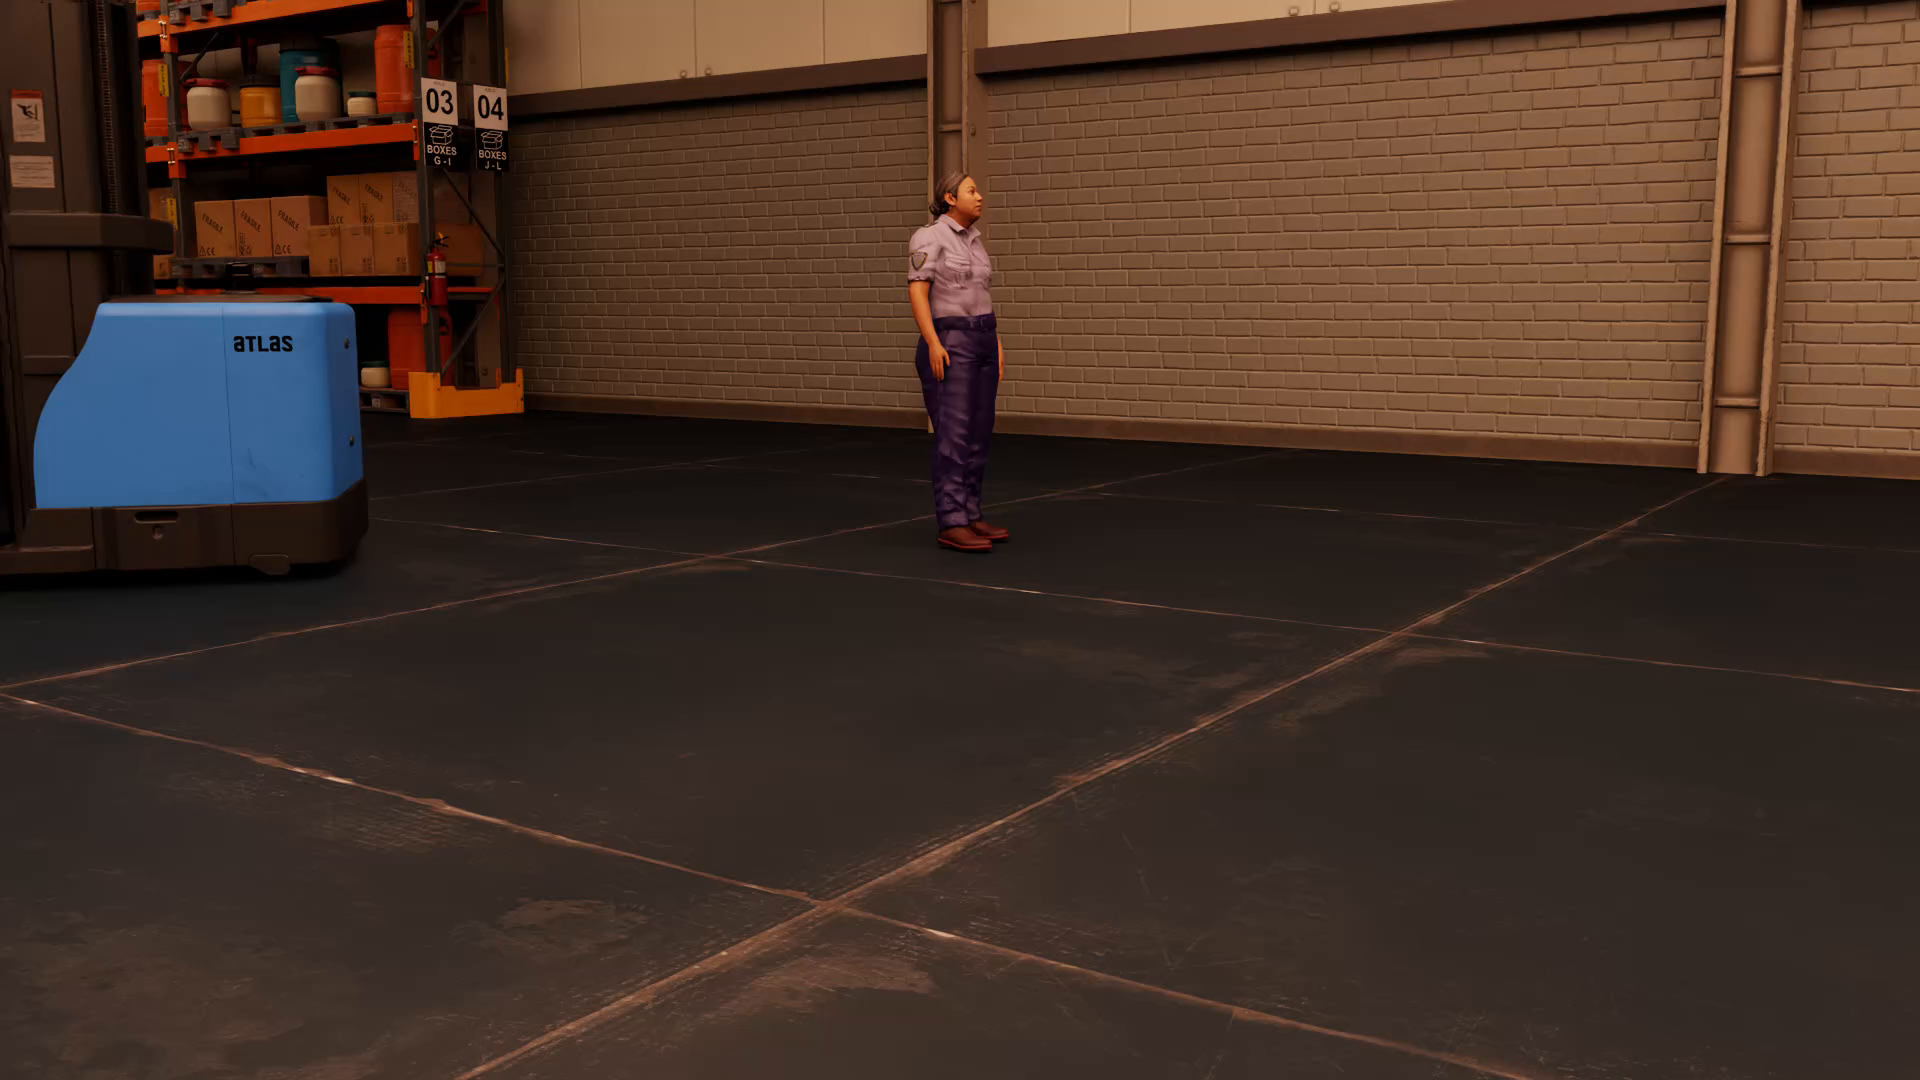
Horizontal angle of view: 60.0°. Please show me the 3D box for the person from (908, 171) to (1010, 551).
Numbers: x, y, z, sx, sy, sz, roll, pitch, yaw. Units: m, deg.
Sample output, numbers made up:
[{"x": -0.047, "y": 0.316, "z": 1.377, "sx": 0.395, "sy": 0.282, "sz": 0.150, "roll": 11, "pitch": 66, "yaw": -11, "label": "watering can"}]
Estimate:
[{"x": 0.062, "y": -0.809, "z": 7.418, "sx": 0.502, "sy": 1.643, "sz": 0.598, "roll": 5, "pitch": 10, "yaw": 34, "label": "person"}]

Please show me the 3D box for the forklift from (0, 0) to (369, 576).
[{"x": -4.010, "y": -1.317, "z": 6.452, "sx": 3.031, "sy": 2.935, "sz": 1.130, "roll": -2, "pitch": 8, "yaw": -13, "label": "forklift"}]
